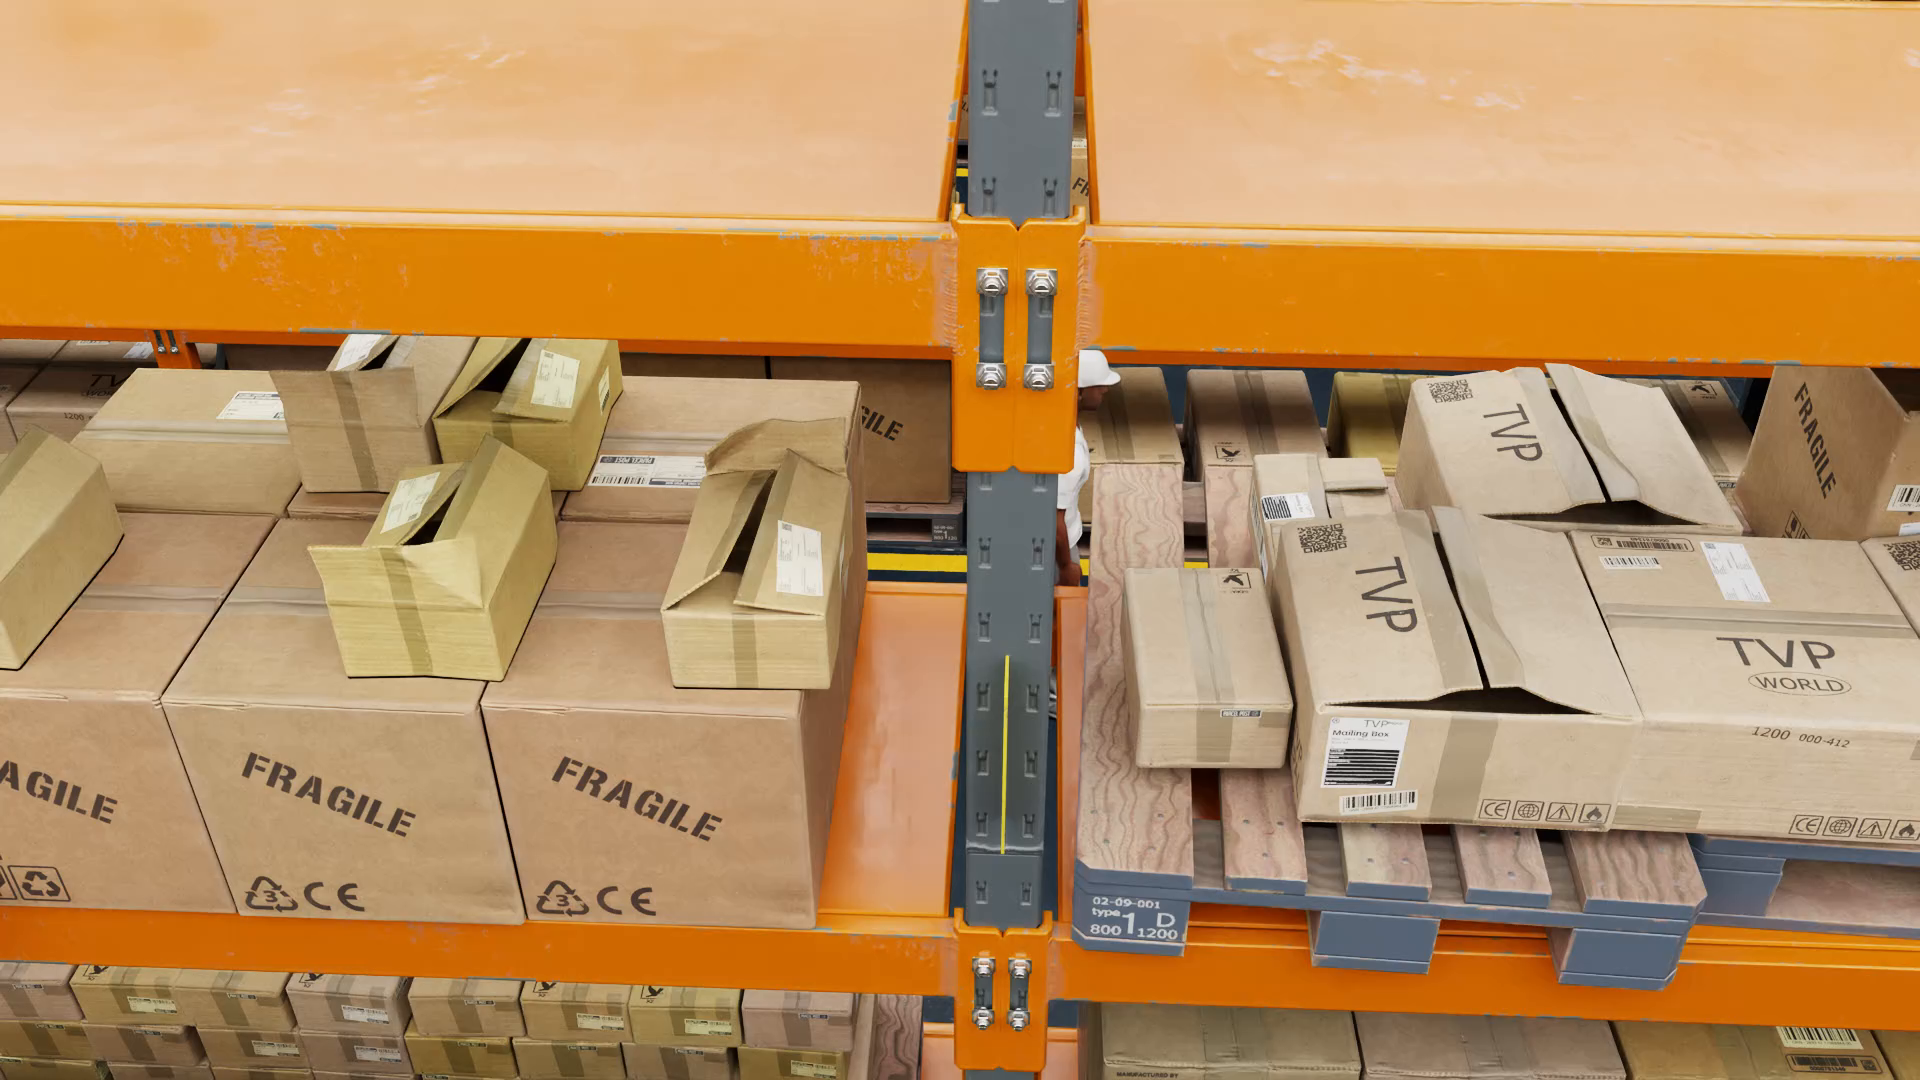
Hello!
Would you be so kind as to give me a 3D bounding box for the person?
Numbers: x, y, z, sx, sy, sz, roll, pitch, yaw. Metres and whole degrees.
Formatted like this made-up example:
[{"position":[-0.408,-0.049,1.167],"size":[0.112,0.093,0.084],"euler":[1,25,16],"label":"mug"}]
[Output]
[{"position":[0.423,-0.045,7.167],"size":[0.461,1.759,0.628],"euler":[-2,36,-3],"label":"person"}]
